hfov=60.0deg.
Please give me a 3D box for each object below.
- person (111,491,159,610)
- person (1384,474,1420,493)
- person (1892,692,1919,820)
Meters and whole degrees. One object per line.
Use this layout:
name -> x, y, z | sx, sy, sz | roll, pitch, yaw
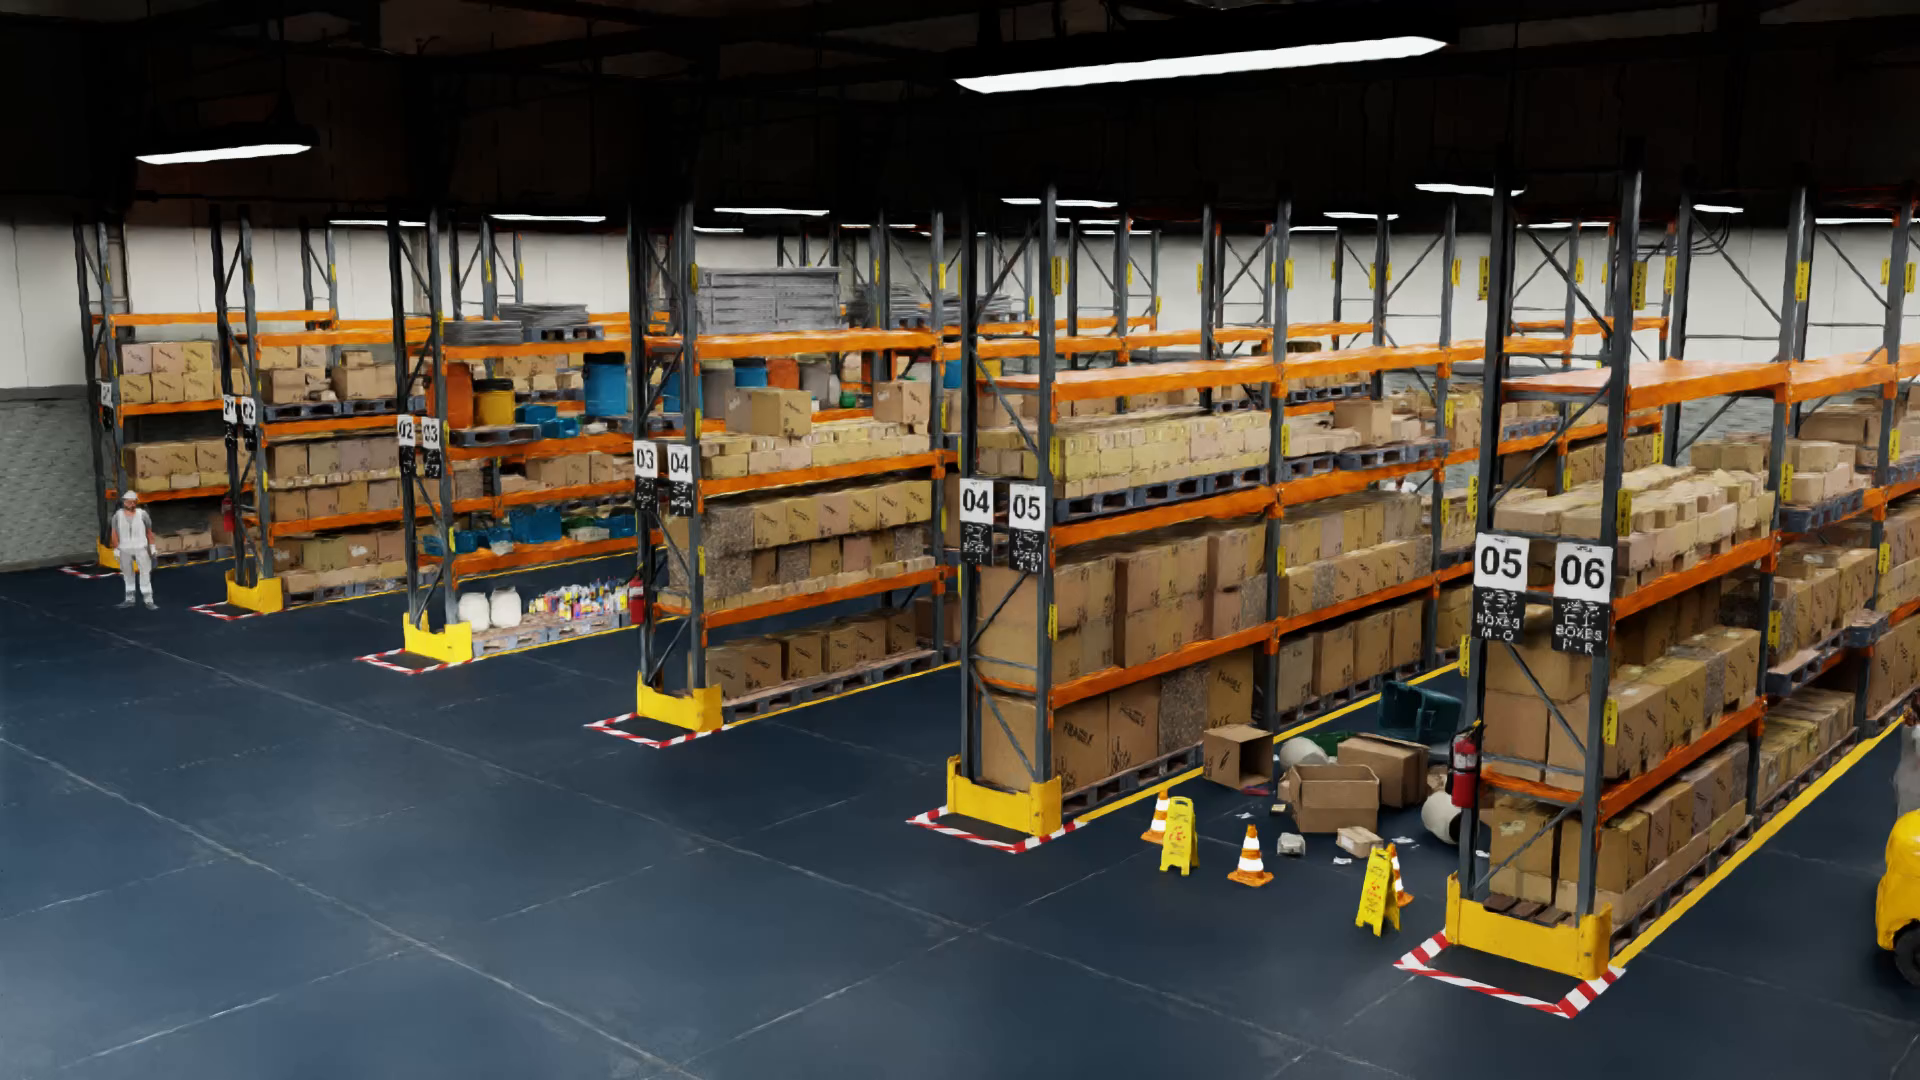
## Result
person -> -12.392, 0.152, 24.936 | 0.633, 1.794, 0.483 | -4, 10, -20
person -> 7.505, -0.375, 28.312 | 0.729, 1.733, 0.546 | 8, 12, 38
person -> 7.915, 2.073, 13.691 | 0.452, 1.679, 0.538 | 2, 10, 14
